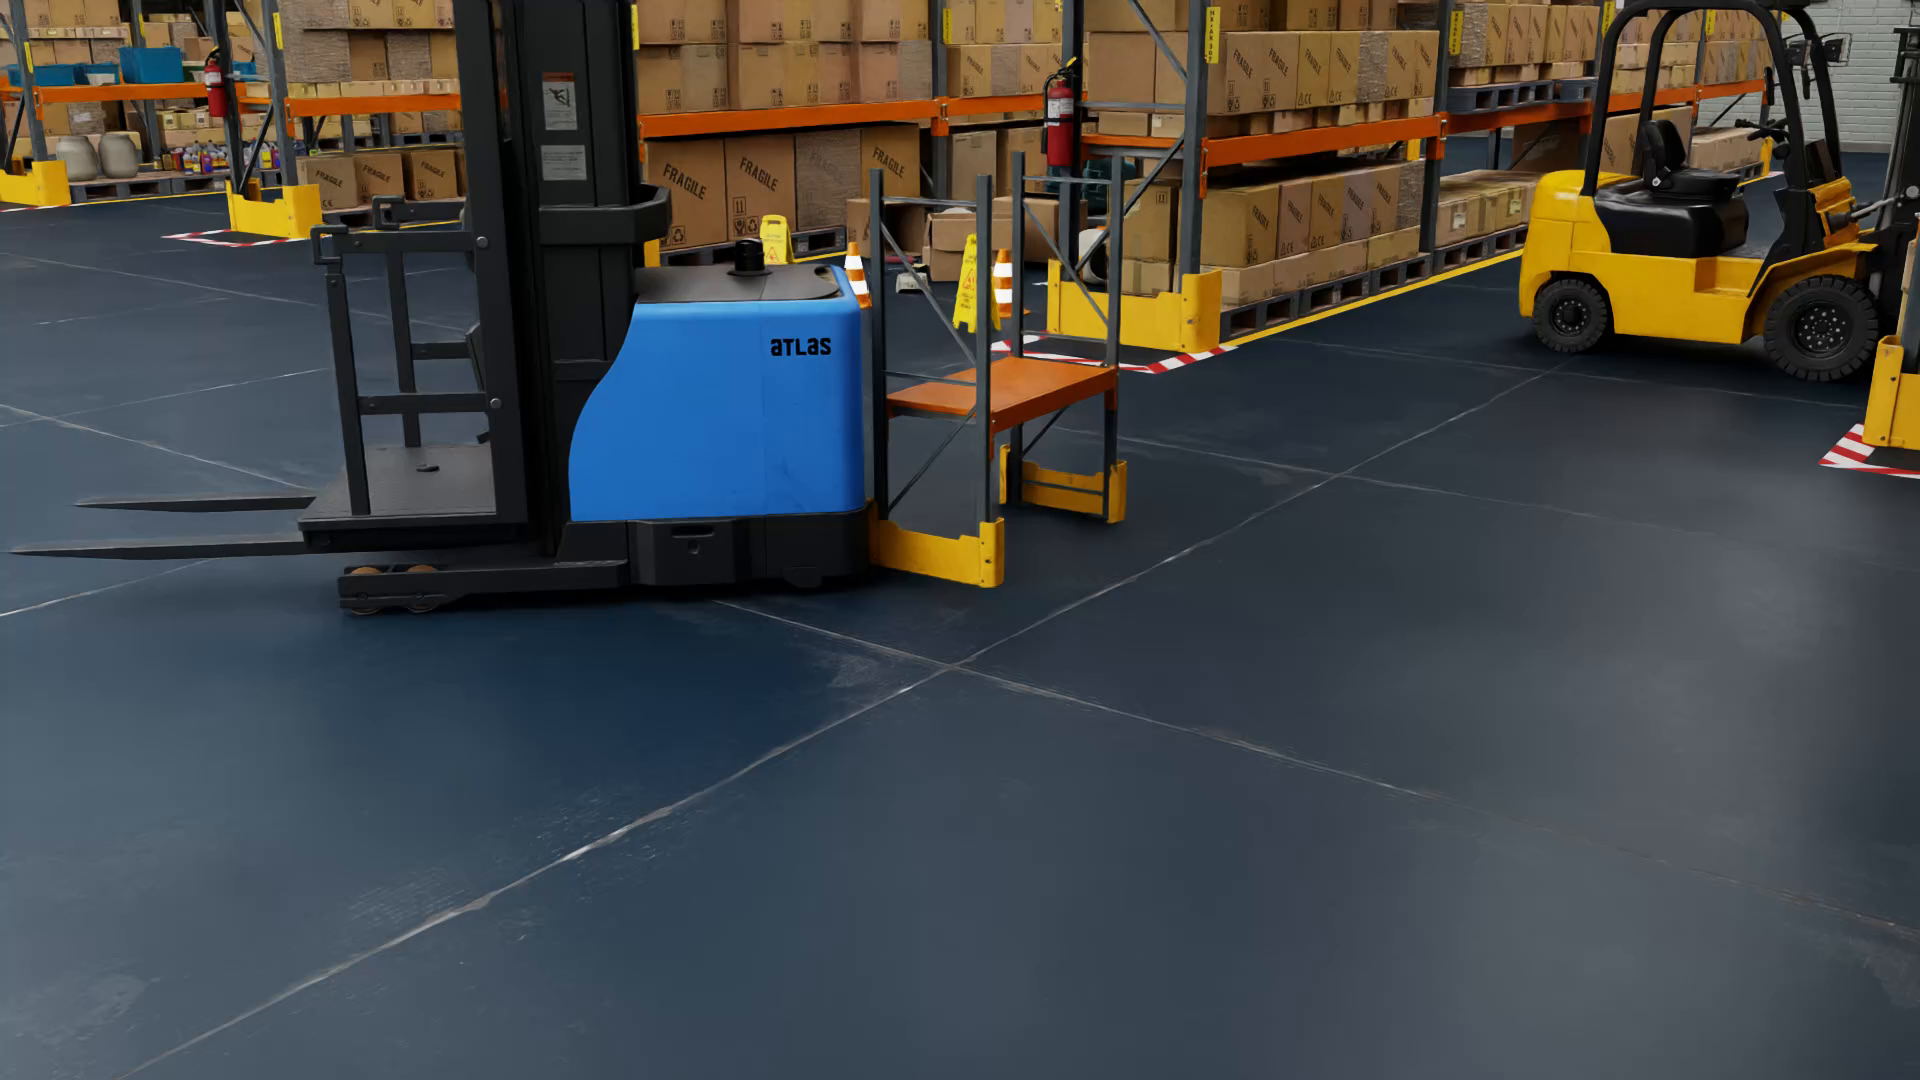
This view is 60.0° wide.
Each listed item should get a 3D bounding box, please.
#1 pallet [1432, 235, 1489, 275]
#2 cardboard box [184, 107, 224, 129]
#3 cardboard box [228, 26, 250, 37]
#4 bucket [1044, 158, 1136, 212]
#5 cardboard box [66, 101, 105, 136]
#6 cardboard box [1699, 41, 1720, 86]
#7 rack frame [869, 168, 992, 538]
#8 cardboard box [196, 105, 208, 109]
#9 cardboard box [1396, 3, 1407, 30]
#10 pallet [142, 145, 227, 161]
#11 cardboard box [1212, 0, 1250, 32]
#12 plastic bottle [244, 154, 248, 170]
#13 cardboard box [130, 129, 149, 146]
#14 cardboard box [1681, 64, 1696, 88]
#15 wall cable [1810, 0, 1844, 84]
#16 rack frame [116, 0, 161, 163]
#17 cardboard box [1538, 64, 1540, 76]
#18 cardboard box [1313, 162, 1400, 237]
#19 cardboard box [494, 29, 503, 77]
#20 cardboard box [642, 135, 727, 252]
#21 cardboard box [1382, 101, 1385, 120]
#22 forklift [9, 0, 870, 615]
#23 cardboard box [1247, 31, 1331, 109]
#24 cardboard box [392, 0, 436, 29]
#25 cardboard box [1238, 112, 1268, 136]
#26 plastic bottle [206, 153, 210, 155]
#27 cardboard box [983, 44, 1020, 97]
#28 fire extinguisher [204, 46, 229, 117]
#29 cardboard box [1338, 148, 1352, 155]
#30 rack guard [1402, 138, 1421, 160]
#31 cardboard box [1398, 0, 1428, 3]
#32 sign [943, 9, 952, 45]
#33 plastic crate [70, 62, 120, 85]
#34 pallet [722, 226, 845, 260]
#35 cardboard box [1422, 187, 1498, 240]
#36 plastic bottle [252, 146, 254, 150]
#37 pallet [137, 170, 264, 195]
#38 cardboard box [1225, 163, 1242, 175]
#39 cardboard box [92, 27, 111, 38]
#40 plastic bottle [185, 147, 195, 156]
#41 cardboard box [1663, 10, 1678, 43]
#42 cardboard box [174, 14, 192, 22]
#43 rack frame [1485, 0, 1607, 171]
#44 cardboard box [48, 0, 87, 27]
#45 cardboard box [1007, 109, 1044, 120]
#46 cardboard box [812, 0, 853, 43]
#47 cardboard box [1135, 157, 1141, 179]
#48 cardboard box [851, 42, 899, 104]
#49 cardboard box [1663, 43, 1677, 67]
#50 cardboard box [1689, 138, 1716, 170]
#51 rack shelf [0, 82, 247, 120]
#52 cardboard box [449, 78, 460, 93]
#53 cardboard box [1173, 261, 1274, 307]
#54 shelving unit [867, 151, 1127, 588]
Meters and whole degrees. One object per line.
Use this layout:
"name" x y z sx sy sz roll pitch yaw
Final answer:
"pallet" 3.932 -2.541 14.570 1.003 0.211 1.213 12 21 35
"cardboard box" -11.694 -6.517 25.656 0.500 0.311 0.500 12 21 34
"cardboard box" -13.545 -9.286 30.886 0.500 0.500 0.500 13 22 36
"bucket" 1.205 -3.260 15.141 0.620 0.611 0.726 0 14 -35
"cardboard box" -12.851 -6.169 24.215 0.500 0.500 0.500 12 21 35
"cardboard box" 8.726 -5.706 19.890 0.500 0.500 0.500 13 22 36
"rack frame" -0.109 -0.588 6.109 0.500 1.500 0.032 11 20 31
"cardboard box" -11.827 -6.735 26.357 0.500 0.311 0.500 12 21 35
"cardboard box" 3.561 -4.228 13.922 0.500 0.500 0.500 12 21 34
"pallet" -12.035 -6.040 25.838 1.003 0.211 1.213 12 21 35
"cardboard box" 1.523 -3.681 11.183 0.700 0.500 0.500 13 21 35
"plastic bottle" -9.074 -4.789 21.084 0.097 0.201 0.097 0 17 0
"cardboard box" -12.428 -6.227 25.666 0.500 0.250 0.500 12 21 34
"cardboard box" 8.172 -5.369 19.229 0.500 0.250 0.500 12 21 33
"wall cable" 13.961 -8.392 26.945 0.585 1.953 0.123 12 21 35
"rack frame" -12.443 -7.189 24.837 1.000 3.000 0.127 12 21 35
"cardboard box" 5.071 -4.292 15.222 0.380 0.149 0.250 13 21 35
"cardboard box" 3.031 -2.623 12.795 0.500 0.500 0.500 13 21 36
"cardboard box" -5.350 -5.282 18.024 0.875 0.500 0.500 12 21 35
"cardboard box" -2.598 -2.944 14.040 0.875 0.875 0.875 13 21 35
"cardboard box" 3.002 -3.271 12.642 0.380 0.149 0.250 12 21 34
"forklift" -1.893 -1.300 5.989 3.031 2.935 1.130 -2 17 -7
"cardboard box" 2.200 -3.233 11.428 0.500 0.500 0.500 12 21 34
"cardboard box" -5.725 -5.473 16.953 0.500 0.500 0.500 12 21 35
"cardboard box" 1.817 -2.770 11.030 0.380 0.149 0.250 12 21 33
"plastic bottle" -9.635 -4.867 21.334 0.097 0.201 0.097 0 17 0
"cardboard box" 0.264 -4.783 16.921 0.500 0.500 0.500 13 21 35
"fire extinguisher" -7.311 -4.503 16.315 0.296 0.674 0.183 12 21 35
"cardboard box" 5.416 -5.628 23.909 0.380 0.149 0.250 12 21 33
"rack guard" 6.539 -6.184 25.814 1.175 0.500 0.348 12 21 35
"cardboard box" 3.964 -4.703 14.360 0.380 0.149 0.250 12 21 33
"sign" -0.119 -4.891 15.843 0.100 0.325 0.005 12 21 35
"plastic crate" -10.401 -5.615 20.019 0.499 0.251 0.408 12 21 35
"pallet" -1.808 -2.747 15.233 1.003 0.211 1.213 12 21 35
"cardboard box" 4.206 -2.930 14.843 0.950 0.372 0.625 14 22 38
"plastic bottle" -9.023 -4.911 21.339 0.061 0.283 0.133 12 21 35
"pallet" -9.627 -4.537 20.998 1.003 0.211 1.213 12 21 35
"cardboard box" 1.830 -2.747 12.103 0.380 0.149 0.250 14 22 37
"cardboard box" -12.582 -7.386 24.207 0.380 0.149 0.250 12 21 34
"plastic bottle" -9.853 -4.873 21.229 0.152 0.276 0.135 12 21 33
"cardboard box" 7.552 -5.725 18.267 0.500 0.500 0.500 13 22 36
"cardboard box" -14.221 -9.497 30.263 0.380 0.149 0.250 9 20 28
"rack frame" 5.853 -4.640 16.626 1.000 3.000 0.127 12 21 35
"cardboard box" -13.002 -7.629 23.898 0.700 0.500 0.500 12 21 35
"cardboard box" 0.735 -6.672 26.047 0.875 0.875 0.875 12 21 35
"cardboard box" -1.480 -4.787 15.028 0.875 0.550 0.550 12 21 35
"cardboard box" 2.444 -4.620 20.071 0.500 0.500 0.500 11 21 32
"cardboard box" -1.086 -4.384 15.551 0.875 0.550 0.550 12 21 35
"cardboard box" 7.573 -5.367 18.377 0.500 0.250 0.500 13 22 36
"cardboard box" 8.697 -4.700 20.432 0.875 0.438 0.875 12 21 34
"rack shelf" -9.658 -5.493 20.589 1.077 0.370 4.000 12 21 35
"cardboard box" -5.497 -4.814 17.612 0.380 0.149 0.250 12 21 35
"cardboard box" 1.789 -1.765 11.297 0.500 0.250 0.500 12 21 34
"shelving unit" 0.168 -0.718 6.527 0.587 1.500 1.083 11 20 31
